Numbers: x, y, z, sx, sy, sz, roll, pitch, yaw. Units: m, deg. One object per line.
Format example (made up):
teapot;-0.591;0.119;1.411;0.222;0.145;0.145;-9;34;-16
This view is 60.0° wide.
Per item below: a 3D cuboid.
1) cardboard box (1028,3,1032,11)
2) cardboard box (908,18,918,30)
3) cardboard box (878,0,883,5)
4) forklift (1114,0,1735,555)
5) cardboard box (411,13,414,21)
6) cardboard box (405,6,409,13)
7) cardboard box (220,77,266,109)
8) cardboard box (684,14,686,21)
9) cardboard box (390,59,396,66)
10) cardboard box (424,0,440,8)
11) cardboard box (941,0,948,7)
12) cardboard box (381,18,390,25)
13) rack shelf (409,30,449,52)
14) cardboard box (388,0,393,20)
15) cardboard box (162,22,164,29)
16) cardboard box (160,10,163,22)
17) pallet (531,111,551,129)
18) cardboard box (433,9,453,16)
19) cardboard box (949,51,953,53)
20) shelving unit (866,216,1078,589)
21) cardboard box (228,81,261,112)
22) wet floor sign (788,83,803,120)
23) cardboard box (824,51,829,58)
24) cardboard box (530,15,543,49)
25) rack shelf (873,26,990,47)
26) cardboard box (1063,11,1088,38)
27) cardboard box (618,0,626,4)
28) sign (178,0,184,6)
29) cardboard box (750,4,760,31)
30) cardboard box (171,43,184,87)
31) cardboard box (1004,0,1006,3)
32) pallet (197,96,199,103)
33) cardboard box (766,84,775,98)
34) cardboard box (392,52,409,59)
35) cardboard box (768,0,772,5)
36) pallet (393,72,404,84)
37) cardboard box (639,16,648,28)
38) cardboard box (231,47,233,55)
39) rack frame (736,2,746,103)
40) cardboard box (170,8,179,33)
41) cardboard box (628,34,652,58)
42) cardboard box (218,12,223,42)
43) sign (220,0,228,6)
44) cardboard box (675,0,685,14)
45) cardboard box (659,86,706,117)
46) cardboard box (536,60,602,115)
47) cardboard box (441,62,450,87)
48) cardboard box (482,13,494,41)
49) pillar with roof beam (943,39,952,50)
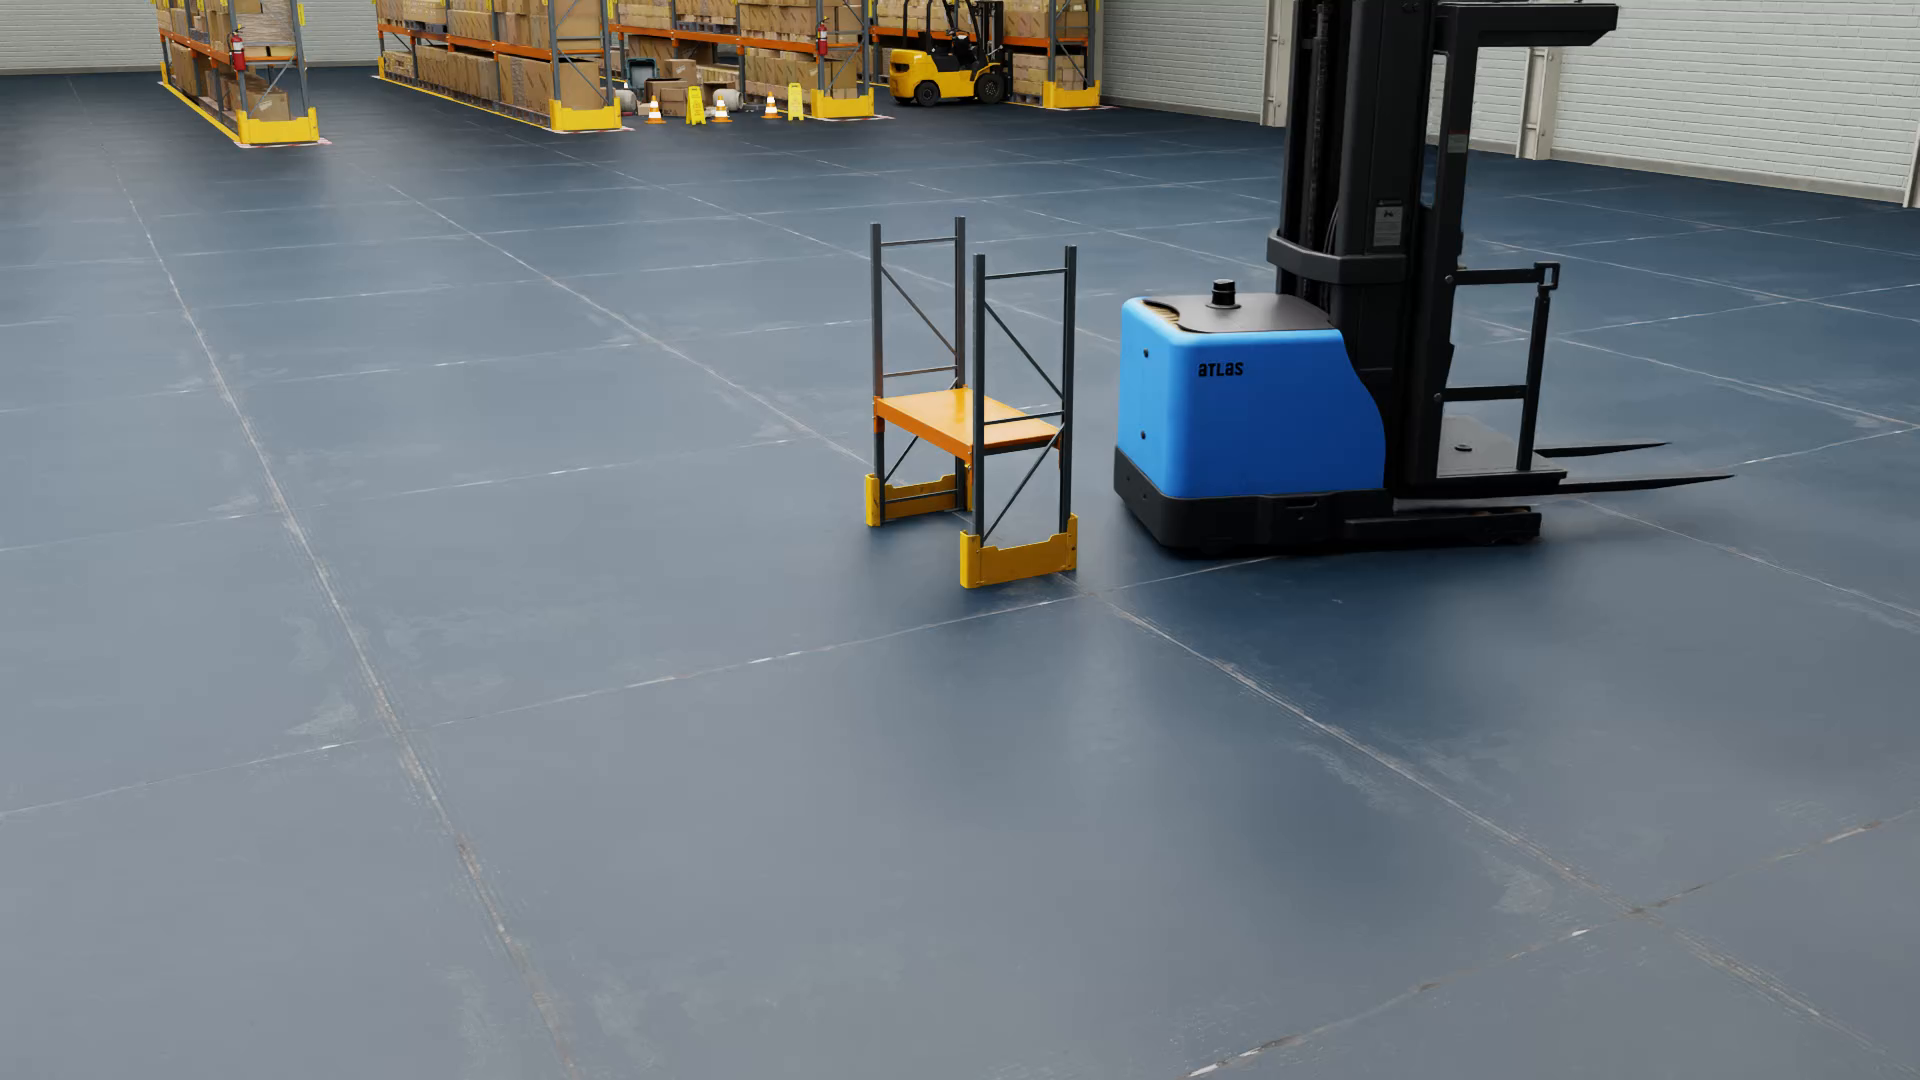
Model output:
cardboard box;1.584;-10.664;33.288;0.380;0.149;0.250;-10;21;-26
cardboard box;-0.861;-11.720;37.728;0.500;0.250;0.500;-9;21;-25
cardboard box;-1.694;-12.614;38.941;0.380;0.149;0.250;-9;21;-25
forklift;2.367;-1.526;8.060;3.031;2.935;1.130;-3;19;-9
cardboard box;-12.008;-11.652;37.042;0.380;0.149;0.250;-10;21;-26
cardboard box;-12.254;-11.942;37.426;0.380;0.149;0.250;-10;22;-28
cardboard box;-13.048;-8.150;30.310;0.700;0.500;0.500;-12;22;-31
cardboard box;-5.858;-11.499;36.598;0.380;0.149;0.250;-11;22;-30
cardboard box;-13.737;-11.695;40.696;0.380;0.149;0.250;-9;21;-25
cardboard box;-11.269;-11.486;35.649;0.380;0.149;0.250;-9;21;-25
cardboard box;-0.183;-11.738;36.402;0.380;0.149;0.250;-10;22;-27
cardboard box;-13.957;-12.714;40.762;0.380;0.149;0.250;-11;22;-28
rack shelf;-11.211;-11.066;36.704;1.077;0.370;4.000;-10;21;-27
cardboard box;-13.345;-12.707;39.748;0.500;0.500;0.500;-11;22;-28
cardboard box;-17.982;-11.748;37.965;0.380;0.149;0.250;-10;22;-27
cardboard box;-17.995;-11.986;38.043;0.500;0.250;0.500;-11;22;-28
pallet;-6.911;-7.434;29.353;1.003;0.211;1.213;-10;21;-27
cardboard box;-10.897;-11.123;35.054;0.380;0.149;0.250;-9;21;-26
cardboard box;-0.306;-10.697;37.530;0.875;0.625;0.625;-10;22;-27
shelving unit;0.036;-0.687;7.823;0.587;1.500;1.083;-10;21;-27
cardboard box;-12.620;-7.840;29.442;0.500;0.500;0.500;-11;22;-28
wet floor sign;-3.006;-7.998;30.320;0.267;0.644;0.232;-3;19;-8
cardboard box;-3.193;-12.237;42.185;0.500;0.500;0.500;-10;22;-27
cardboard box;-6.959;-8.860;28.979;0.875;0.550;0.550;-10;21;-27
rack shelf;-0.637;-11.483;37.914;1.077;0.370;4.000;-10;21;-27
cardboard box;2.222;-10.333;33.326;0.500;0.500;0.500;-9;21;-25
cardboard box;-7.896;-13.125;39.882;0.500;0.500;0.500;-10;21;-26
sign;-15.161;-10.553;32.340;0.100;0.325;0.005;-10;21;-27
cardboard box;-3.831;-10.357;32.938;0.500;0.500;0.500;-10;21;-27
cardboard box;-16.252;-10.254;35.863;1.225;0.875;0.875;-10;21;-26
cardboard box;1.123;-11.105;34.111;0.380;0.149;0.250;-10;21;-26
pallet;-14.982;-9.012;33.925;1.003;0.211;1.213;-10;21;-27
cardboard box;-3.493;-8.863;32.790;0.500;0.250;0.500;-10;22;-27
cardboard box;-13.676;-11.846;40.678;0.380;0.149;0.250;-11;22;-29
cardboard box;-3.270;-10.546;31.953;0.700;0.500;0.500;-10;21;-27
pallet;-13.094;-11.200;40.265;1.003;0.211;1.213;-10;21;-27
cardboard box;-7.170;-12.095;38.814;0.500;0.250;0.500;-10;22;-28
cardboard box;-11.580;-7.937;26.919;0.380;0.149;0.250;-10;21;-27
rack frame;-4.054;-10.479;33.902;1.000;3.000;0.127;-10;21;-27
cardboard box;-16.575;-11.117;35.597;0.500;0.500;0.500;-10;21;-26
cardboard box;-7.488;-11.804;40.355;0.875;0.875;0.875;-9;21;-25
cardboard box;-11.655;-8.421;27.328;0.875;0.500;0.500;-10;21;-27
sign;-11.373;-8.412;25.653;0.100;0.325;0.005;-10;21;-27
cardboard box;-5.943;-11.849;36.618;0.500;0.500;0.500;-11;22;-28
cardboard box;-5.216;-8.263;31.306;0.637;0.503;0.797;7;20;20
cardboard box;-6.843;-7.914;29.080;0.875;0.875;0.875;-10;21;-26
cardboard box;-10.804;-9.997;35.693;0.500;0.500;0.500;-10;21;-27
cardboard box;-8.845;-9.839;31.893;0.500;0.500;0.500;-10;21;-27
pillar with roof beam;-3.963;-14.332;35.869;9.100;9.000;0.400;-10;21;-27
